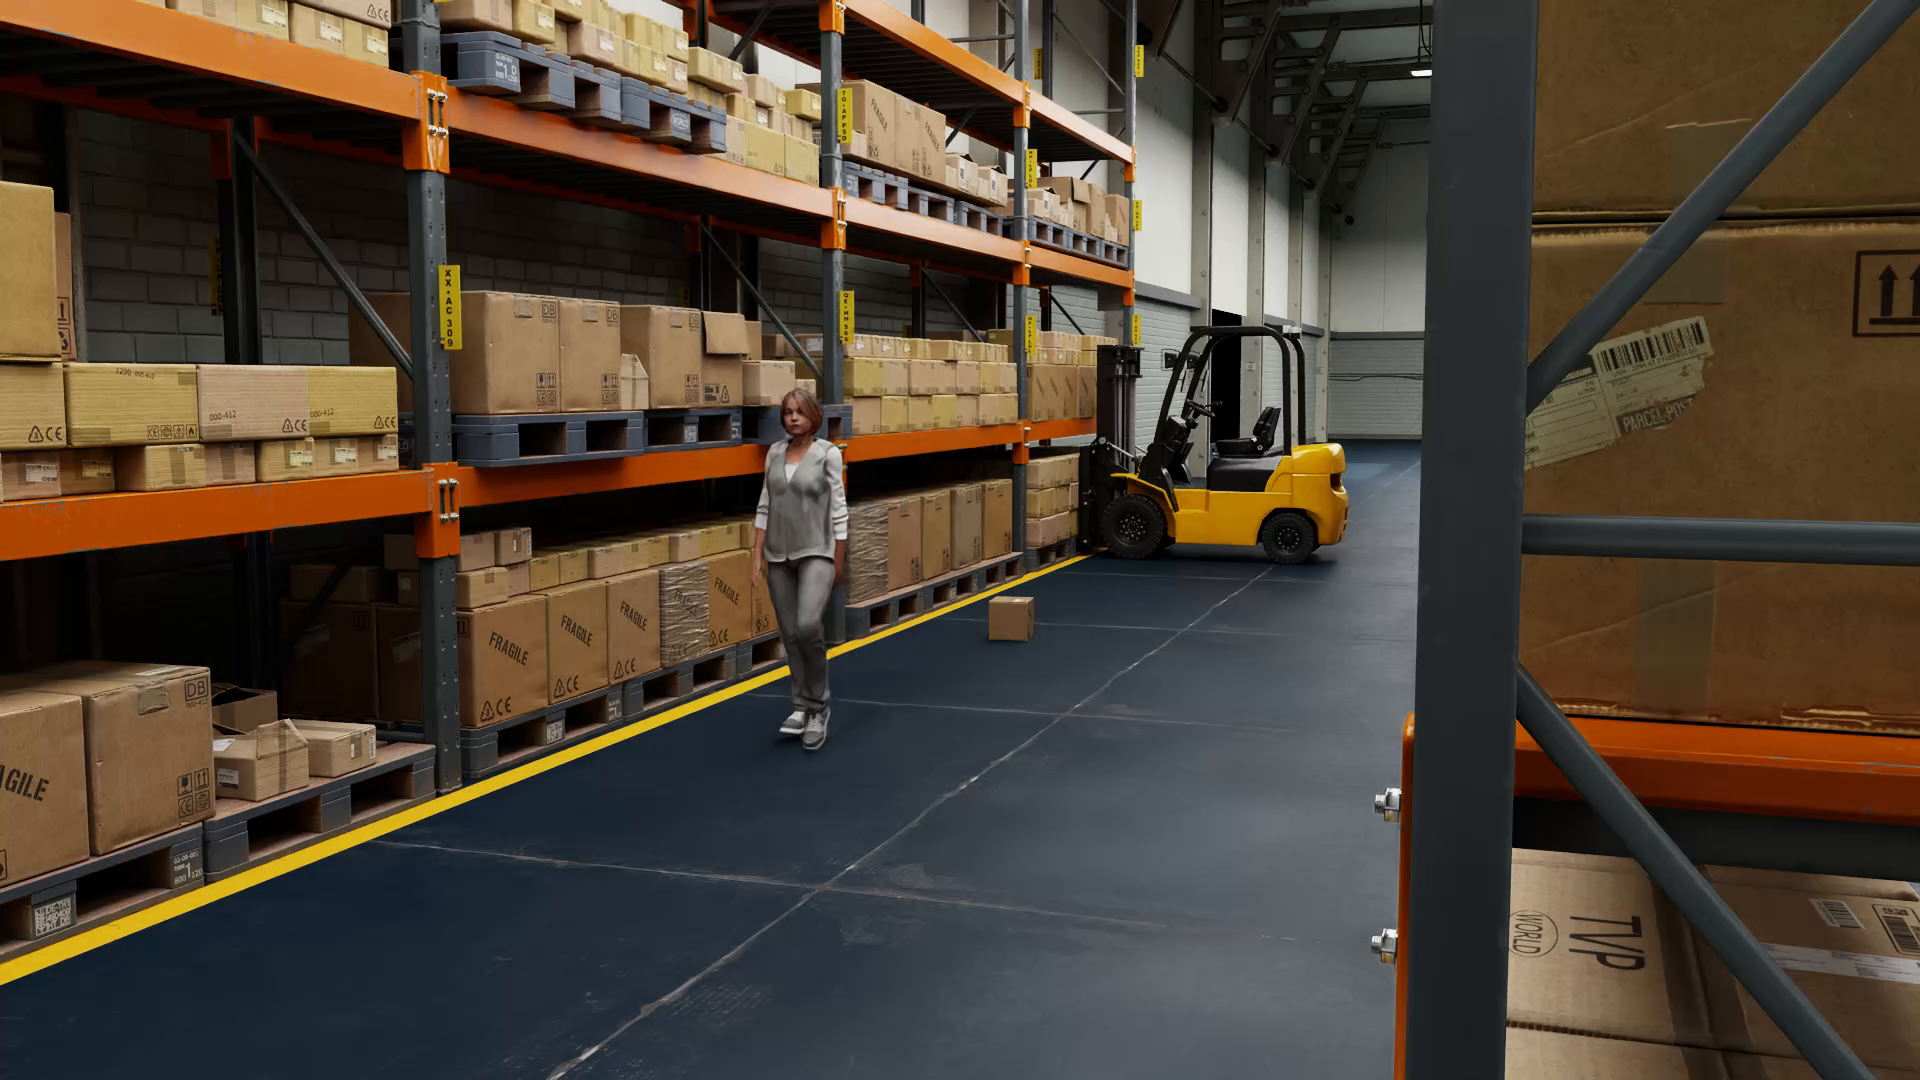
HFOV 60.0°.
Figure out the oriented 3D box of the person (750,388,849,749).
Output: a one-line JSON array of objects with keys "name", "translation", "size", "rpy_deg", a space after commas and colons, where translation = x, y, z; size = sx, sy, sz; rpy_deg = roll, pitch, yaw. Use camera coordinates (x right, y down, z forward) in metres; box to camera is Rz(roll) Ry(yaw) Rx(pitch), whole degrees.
[{"name": "person", "translation": [-0.735, 0.125, 7.571], "size": [0.412, 1.629, 0.446], "rpy_deg": [2, 6, 21]}]
